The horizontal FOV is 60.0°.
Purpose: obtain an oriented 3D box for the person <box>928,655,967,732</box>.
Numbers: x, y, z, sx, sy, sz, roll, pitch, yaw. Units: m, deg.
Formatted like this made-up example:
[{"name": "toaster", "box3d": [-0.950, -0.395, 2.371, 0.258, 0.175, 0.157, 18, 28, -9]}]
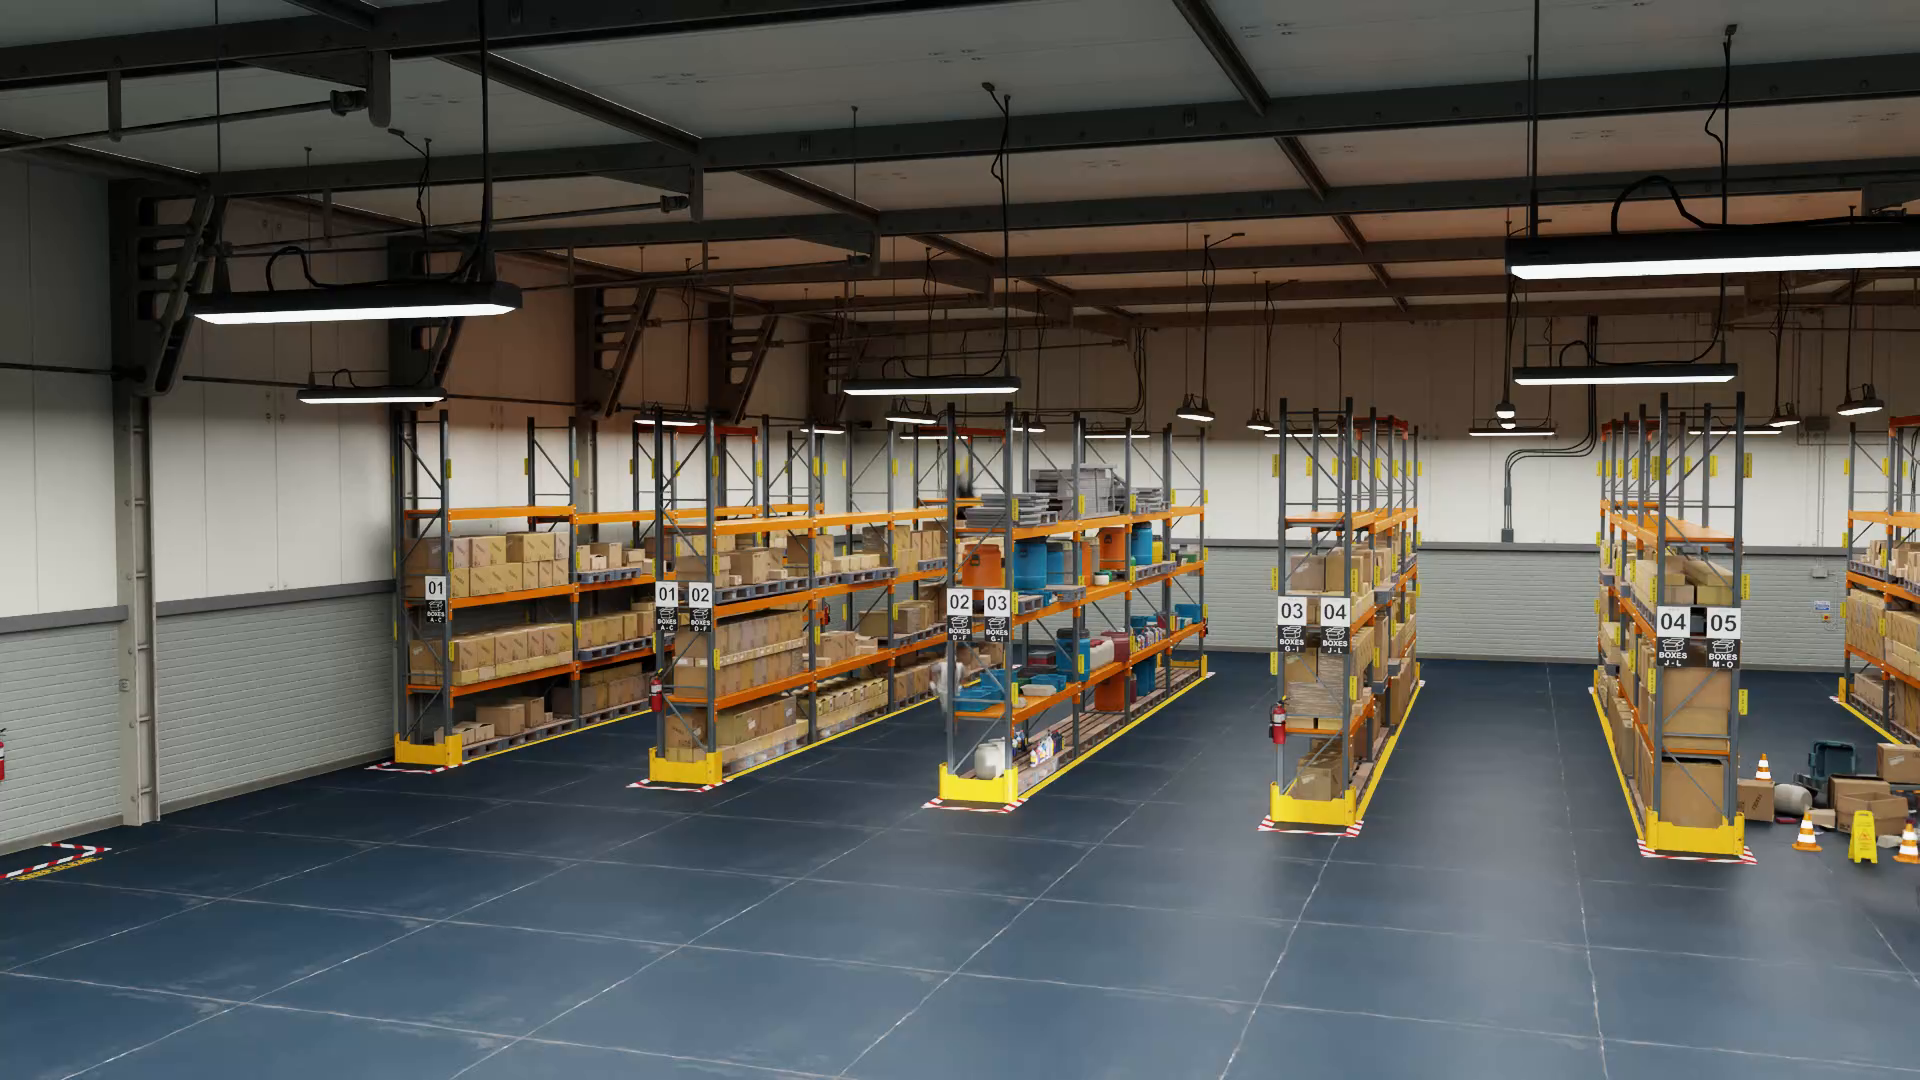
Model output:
[{"name": "person", "box3d": [-0.237, 2.877, 31.240, 0.711, 1.583, 0.868, 0, 2, -6]}]
